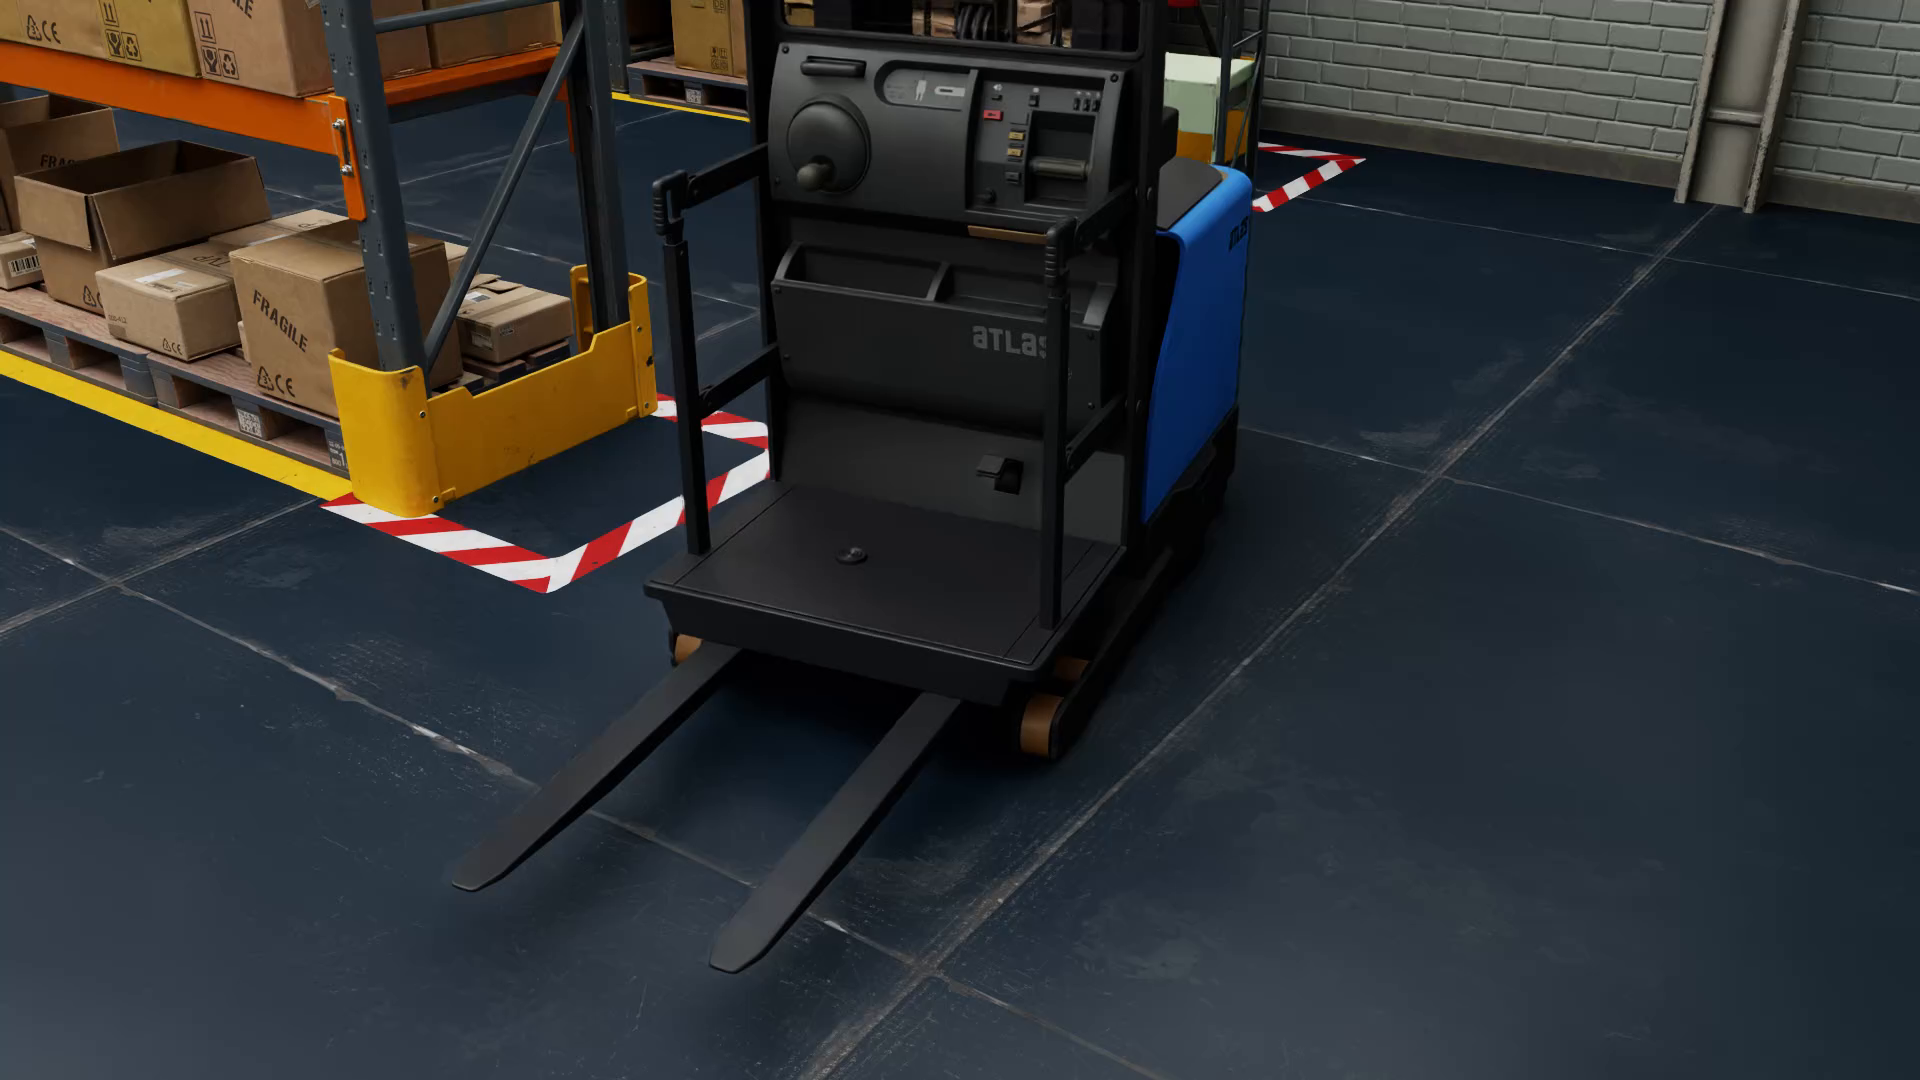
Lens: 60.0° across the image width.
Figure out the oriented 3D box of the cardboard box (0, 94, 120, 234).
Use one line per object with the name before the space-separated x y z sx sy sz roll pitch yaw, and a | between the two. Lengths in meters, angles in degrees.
cardboard box | -4.180 -1.708 7.571 0.500 0.500 0.500 17 32 30

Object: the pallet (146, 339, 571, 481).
pallet | -2.233 -0.620 6.237 1.213 0.211 1.003 17 32 30

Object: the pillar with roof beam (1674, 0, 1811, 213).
pillar with roof beam | 1.566 -4.187 3.555 0.400 9.000 9.100 17 32 30

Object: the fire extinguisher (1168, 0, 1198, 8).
fire extinguisher | 1.151 -3.080 8.492 0.183 0.674 0.296 17 32 30

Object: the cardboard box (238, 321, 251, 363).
cardboard box | -2.384 -0.758 6.071 0.250 0.166 0.380 17 32 30

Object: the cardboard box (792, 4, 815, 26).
cardboard box | -0.616 -3.099 10.326 0.500 0.500 0.700 18 32 31

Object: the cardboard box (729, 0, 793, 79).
cardboard box | -1.038 -3.232 10.587 0.500 0.500 0.700 17 32 30

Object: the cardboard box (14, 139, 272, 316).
cardboard box | -3.259 -1.269 6.705 0.637 0.503 0.797 17 32 30

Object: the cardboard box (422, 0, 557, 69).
cardboard box | -1.730 -1.896 5.559 0.500 0.500 0.500 18 32 31

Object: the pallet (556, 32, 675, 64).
pallet | -2.687 -3.447 11.790 1.213 0.211 1.003 17 32 30

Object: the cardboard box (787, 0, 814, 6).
cardboard box | -0.841 -3.361 10.125 0.250 0.149 0.380 16 31 29

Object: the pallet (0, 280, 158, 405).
pallet | -3.235 -0.934 6.853 1.213 0.211 1.003 17 32 30

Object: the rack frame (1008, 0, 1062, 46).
rack frame | 0.251 -1.155 5.865 0.023 1.500 0.400 13 30 23

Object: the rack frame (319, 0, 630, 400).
rack frame | -1.513 -1.639 5.164 0.127 3.000 1.000 17 32 30

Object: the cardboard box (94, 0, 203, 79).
cardboard box | -2.466 -1.829 5.427 0.500 0.500 0.500 18 32 31

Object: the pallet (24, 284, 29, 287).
pallet | -4.245 -1.247 7.468 1.213 0.211 1.003 17 32 30

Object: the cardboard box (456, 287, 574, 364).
cardboard box | -1.664 -0.801 6.175 0.250 0.149 0.380 17 32 30

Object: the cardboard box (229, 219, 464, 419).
cardboard box | -2.101 -0.769 5.725 0.500 0.500 0.500 17 32 30

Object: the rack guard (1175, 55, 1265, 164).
rack guard | 1.308 -2.372 9.360 0.348 0.500 1.175 17 32 30

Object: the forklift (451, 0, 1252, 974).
forklift | -0.132 -0.978 3.940 1.130 2.935 3.031 11 29 21

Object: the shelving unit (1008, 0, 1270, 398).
shelving unit | 0.579 -1.081 5.720 0.755 1.500 0.431 13 30 23

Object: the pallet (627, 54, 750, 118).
pallet | -1.426 -3.052 11.015 1.213 0.211 1.003 17 32 30

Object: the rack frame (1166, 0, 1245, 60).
rack frame | 1.288 -3.492 8.805 0.127 3.000 1.000 17 32 30

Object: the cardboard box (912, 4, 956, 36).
cardboard box | -0.173 -2.965 10.062 0.500 0.500 0.700 16 31 29

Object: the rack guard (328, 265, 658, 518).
rack guard | -1.576 -0.545 5.769 0.348 0.500 1.175 17 32 30

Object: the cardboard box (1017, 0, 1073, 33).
cardboard box | 0.446 -2.962 9.340 0.250 0.149 0.380 17 31 30

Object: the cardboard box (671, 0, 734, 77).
cardboard box | -1.450 -3.362 10.842 0.500 0.500 0.700 18 32 31

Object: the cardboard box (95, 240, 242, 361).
cardboard box | -2.867 -0.913 6.283 0.500 0.250 0.500 17 32 30

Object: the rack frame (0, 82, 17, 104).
rack frame | -4.810 -2.667 7.182 0.127 3.000 1.000 17 32 30

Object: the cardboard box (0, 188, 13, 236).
cardboard box | -4.587 -1.476 7.322 0.500 0.311 0.500 17 32 30

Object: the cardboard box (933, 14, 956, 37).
cardboard box | 0.242 -2.836 9.809 0.500 0.500 0.700 17 32 30

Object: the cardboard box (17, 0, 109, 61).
cardboard box | -2.874 -1.959 5.682 0.500 0.500 0.500 18 32 31

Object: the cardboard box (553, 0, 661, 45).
cardboard box | -2.618 -3.867 11.448 0.750 0.750 0.750 18 32 31

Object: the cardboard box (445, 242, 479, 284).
cardboard box | -2.213 -0.984 6.423 0.500 0.250 0.500 17 32 30

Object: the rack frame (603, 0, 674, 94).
rack frame | -2.009 -4.519 10.823 0.127 3.000 1.000 17 32 30

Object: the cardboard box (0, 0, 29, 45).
cardboard box | -3.289 -2.089 5.937 0.500 0.500 0.500 17 31 30

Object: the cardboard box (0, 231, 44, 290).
cardboard box | -3.868 -1.193 6.925 0.250 0.166 0.380 17 32 30

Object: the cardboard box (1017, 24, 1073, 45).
cardboard box | 0.655 -2.708 9.557 0.500 0.500 0.700 17 32 30

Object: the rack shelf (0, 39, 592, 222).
rack shelf | -3.162 -1.832 6.336 4.000 0.370 1.077 17 32 30

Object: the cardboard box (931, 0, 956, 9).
cardboard box | 0.037 -3.299 10.003 0.250 0.149 0.380 18 32 31

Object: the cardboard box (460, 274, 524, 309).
cardboard box | -1.870 -0.873 6.297 0.250 0.166 0.380 17 32 30

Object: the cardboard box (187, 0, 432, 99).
cardboard box | -2.036 -1.697 5.167 0.500 0.500 0.500 18 32 32

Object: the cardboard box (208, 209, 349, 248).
cardboard box | -2.625 -1.112 6.675 0.500 0.250 0.500 17 32 30

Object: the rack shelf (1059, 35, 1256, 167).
rack shelf | 0.578 -1.429 5.542 0.720 0.370 0.431 13 30 23

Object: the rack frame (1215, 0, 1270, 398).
rack frame | 0.906 -1.007 5.574 0.023 1.500 0.400 13 30 23

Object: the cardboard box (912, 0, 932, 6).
cardboard box | -0.175 -3.364 10.132 0.250 0.149 0.380 18 32 31
